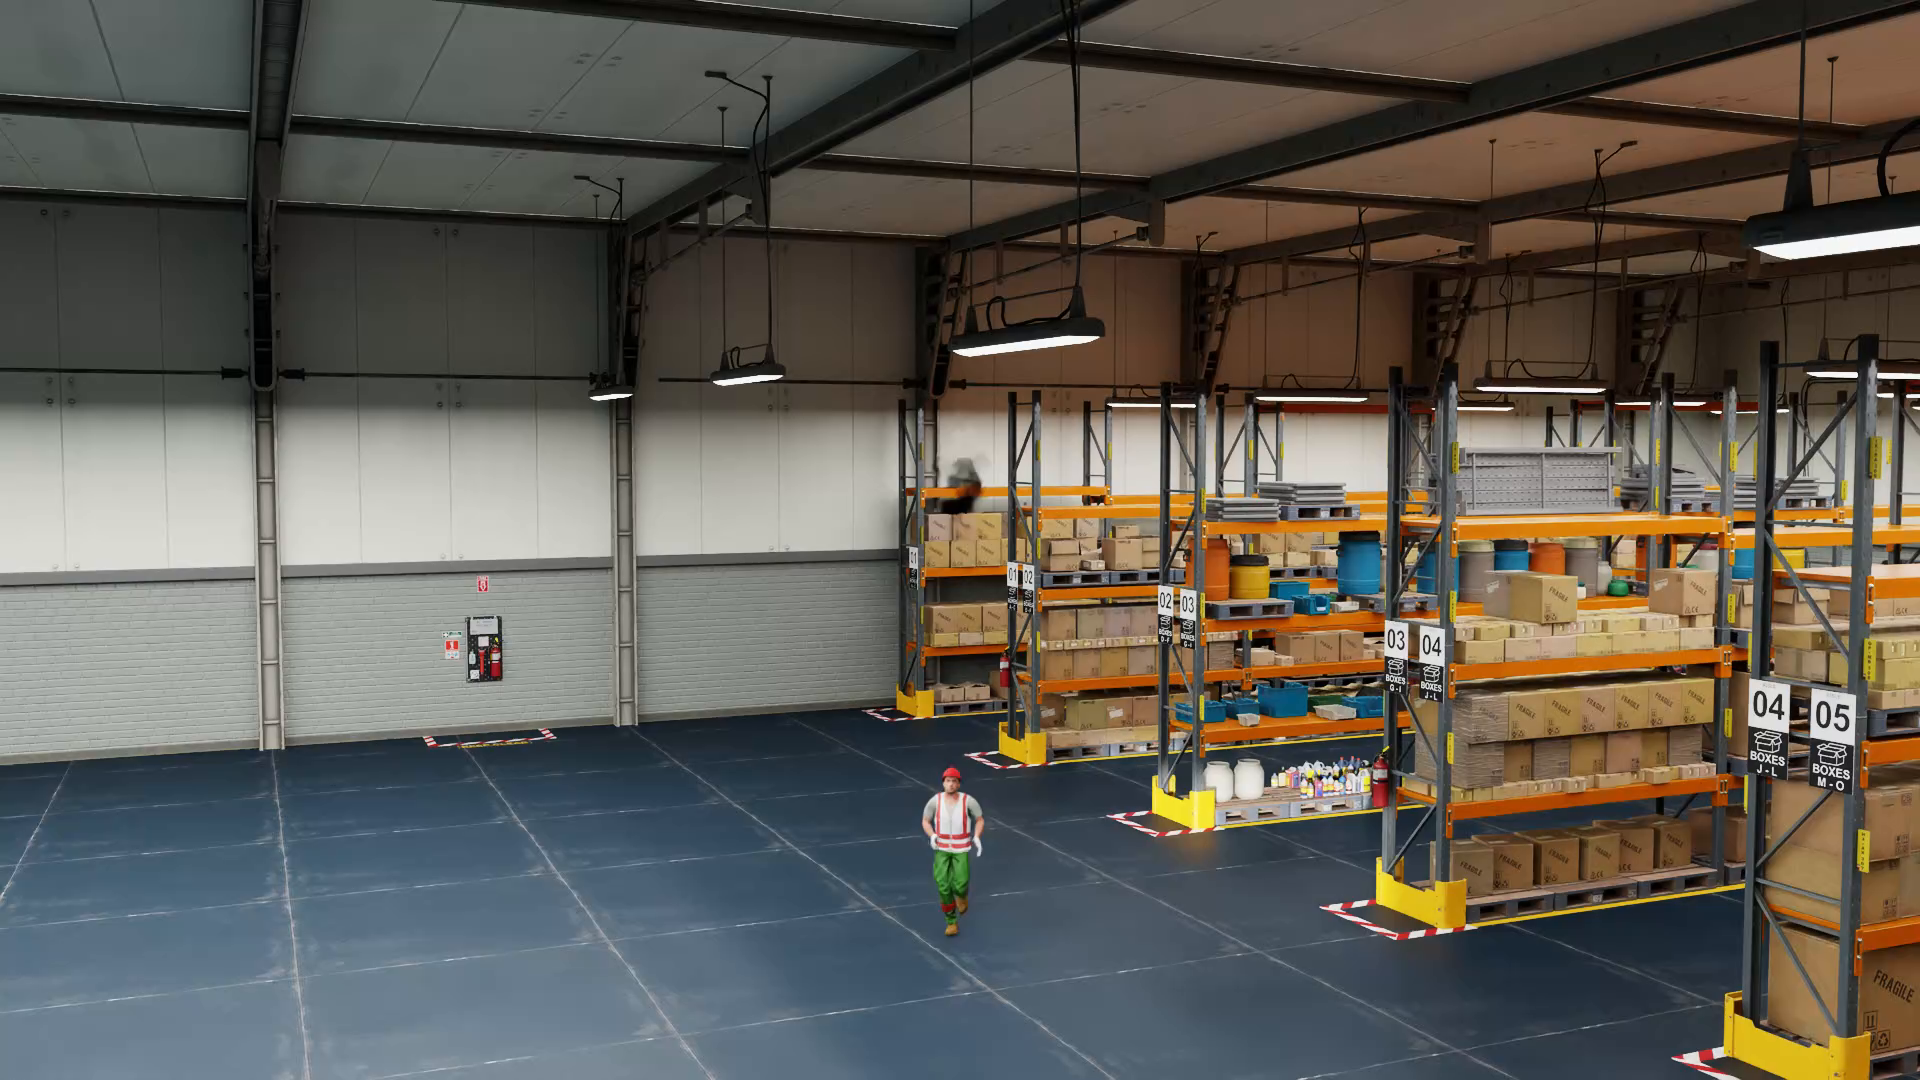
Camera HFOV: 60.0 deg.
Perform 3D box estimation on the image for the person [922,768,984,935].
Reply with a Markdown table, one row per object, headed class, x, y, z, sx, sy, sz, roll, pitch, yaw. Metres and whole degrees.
| class | x | y | z | sx | sy | sz | roll | pitch | yaw |
| --- | --- | --- | --- | --- | --- | --- | --- | --- | --- |
| person | -0.085 | 3.270 | 17.566 | 0.657 | 1.742 | 0.601 | 0 | 3 | 5 |
